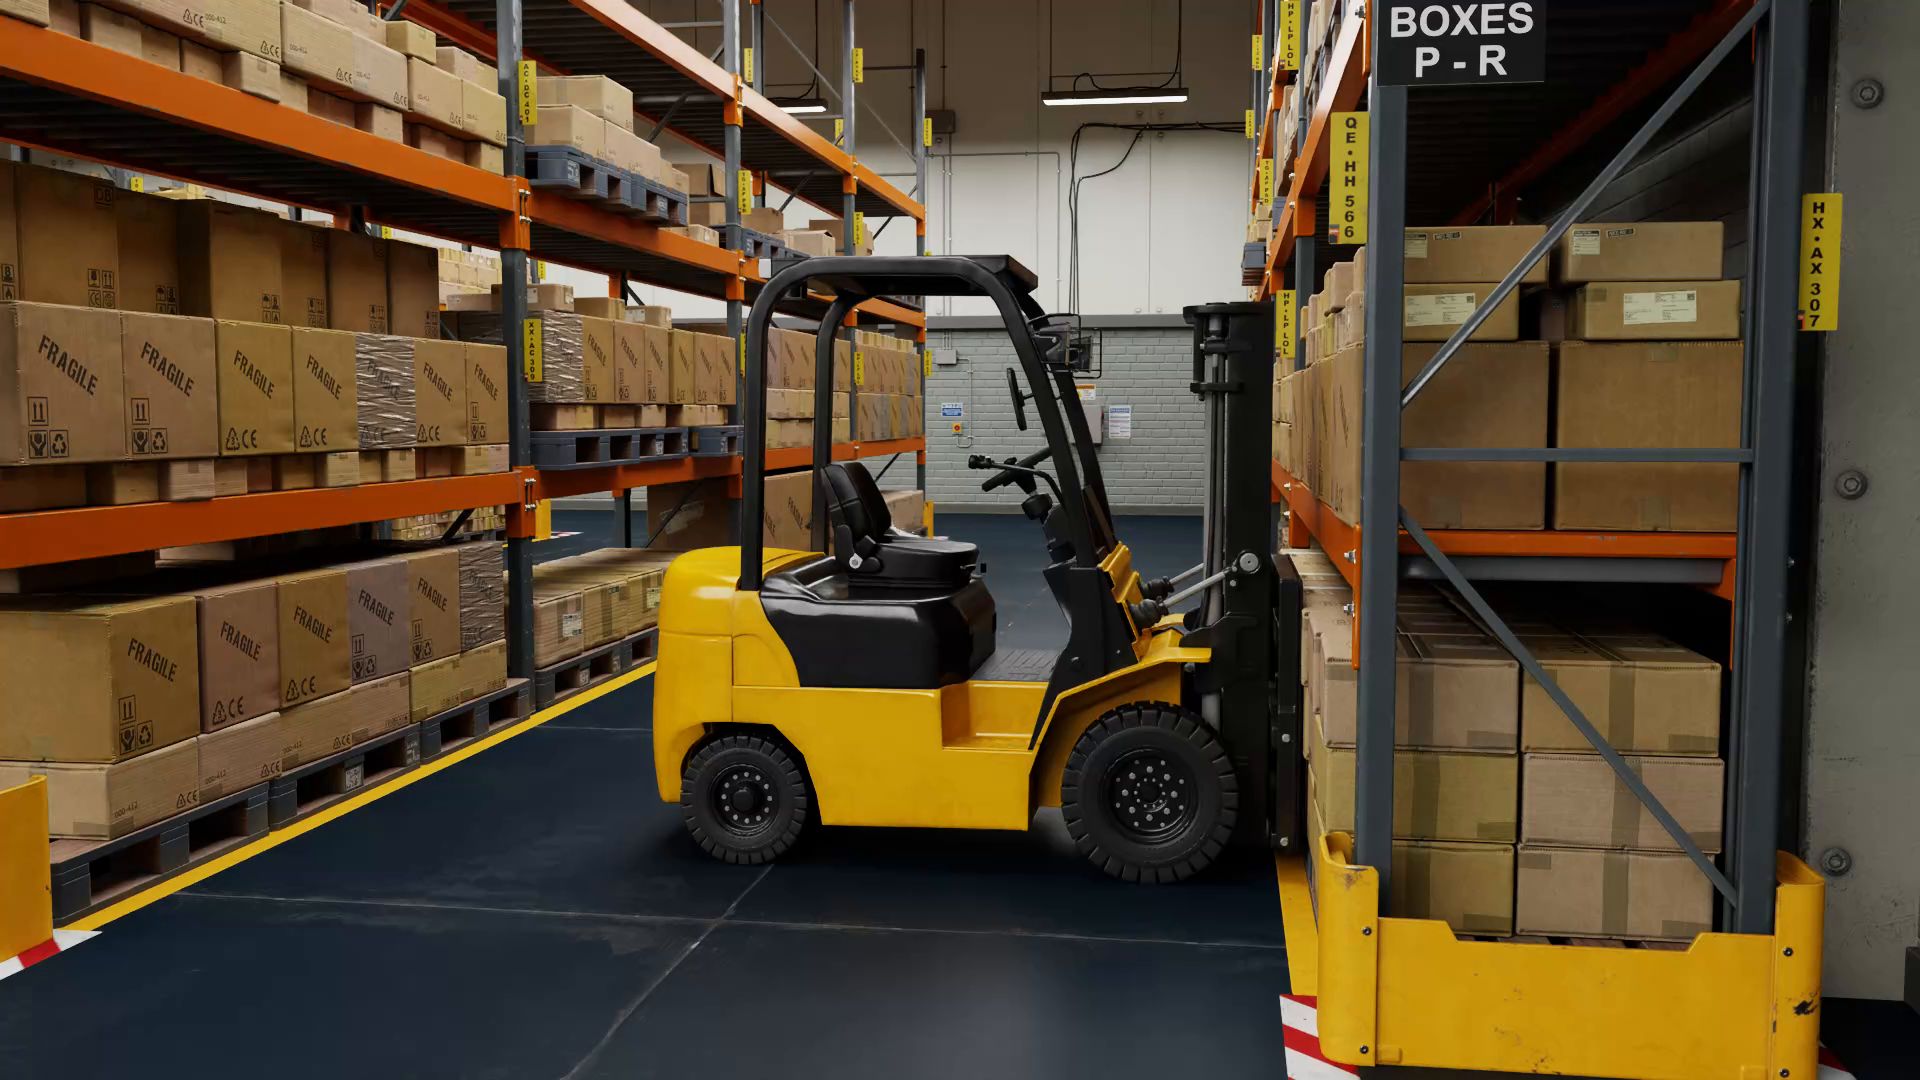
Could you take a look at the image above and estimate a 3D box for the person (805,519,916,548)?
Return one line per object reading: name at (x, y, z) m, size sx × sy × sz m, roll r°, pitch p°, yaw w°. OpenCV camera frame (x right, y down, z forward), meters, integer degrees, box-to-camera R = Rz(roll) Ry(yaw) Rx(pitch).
person at (-0.570, 0.261, 11.188) m, size 0.949 × 0.990 × 0.569 m, roll 1°, pitch 4°, yaw 8°
